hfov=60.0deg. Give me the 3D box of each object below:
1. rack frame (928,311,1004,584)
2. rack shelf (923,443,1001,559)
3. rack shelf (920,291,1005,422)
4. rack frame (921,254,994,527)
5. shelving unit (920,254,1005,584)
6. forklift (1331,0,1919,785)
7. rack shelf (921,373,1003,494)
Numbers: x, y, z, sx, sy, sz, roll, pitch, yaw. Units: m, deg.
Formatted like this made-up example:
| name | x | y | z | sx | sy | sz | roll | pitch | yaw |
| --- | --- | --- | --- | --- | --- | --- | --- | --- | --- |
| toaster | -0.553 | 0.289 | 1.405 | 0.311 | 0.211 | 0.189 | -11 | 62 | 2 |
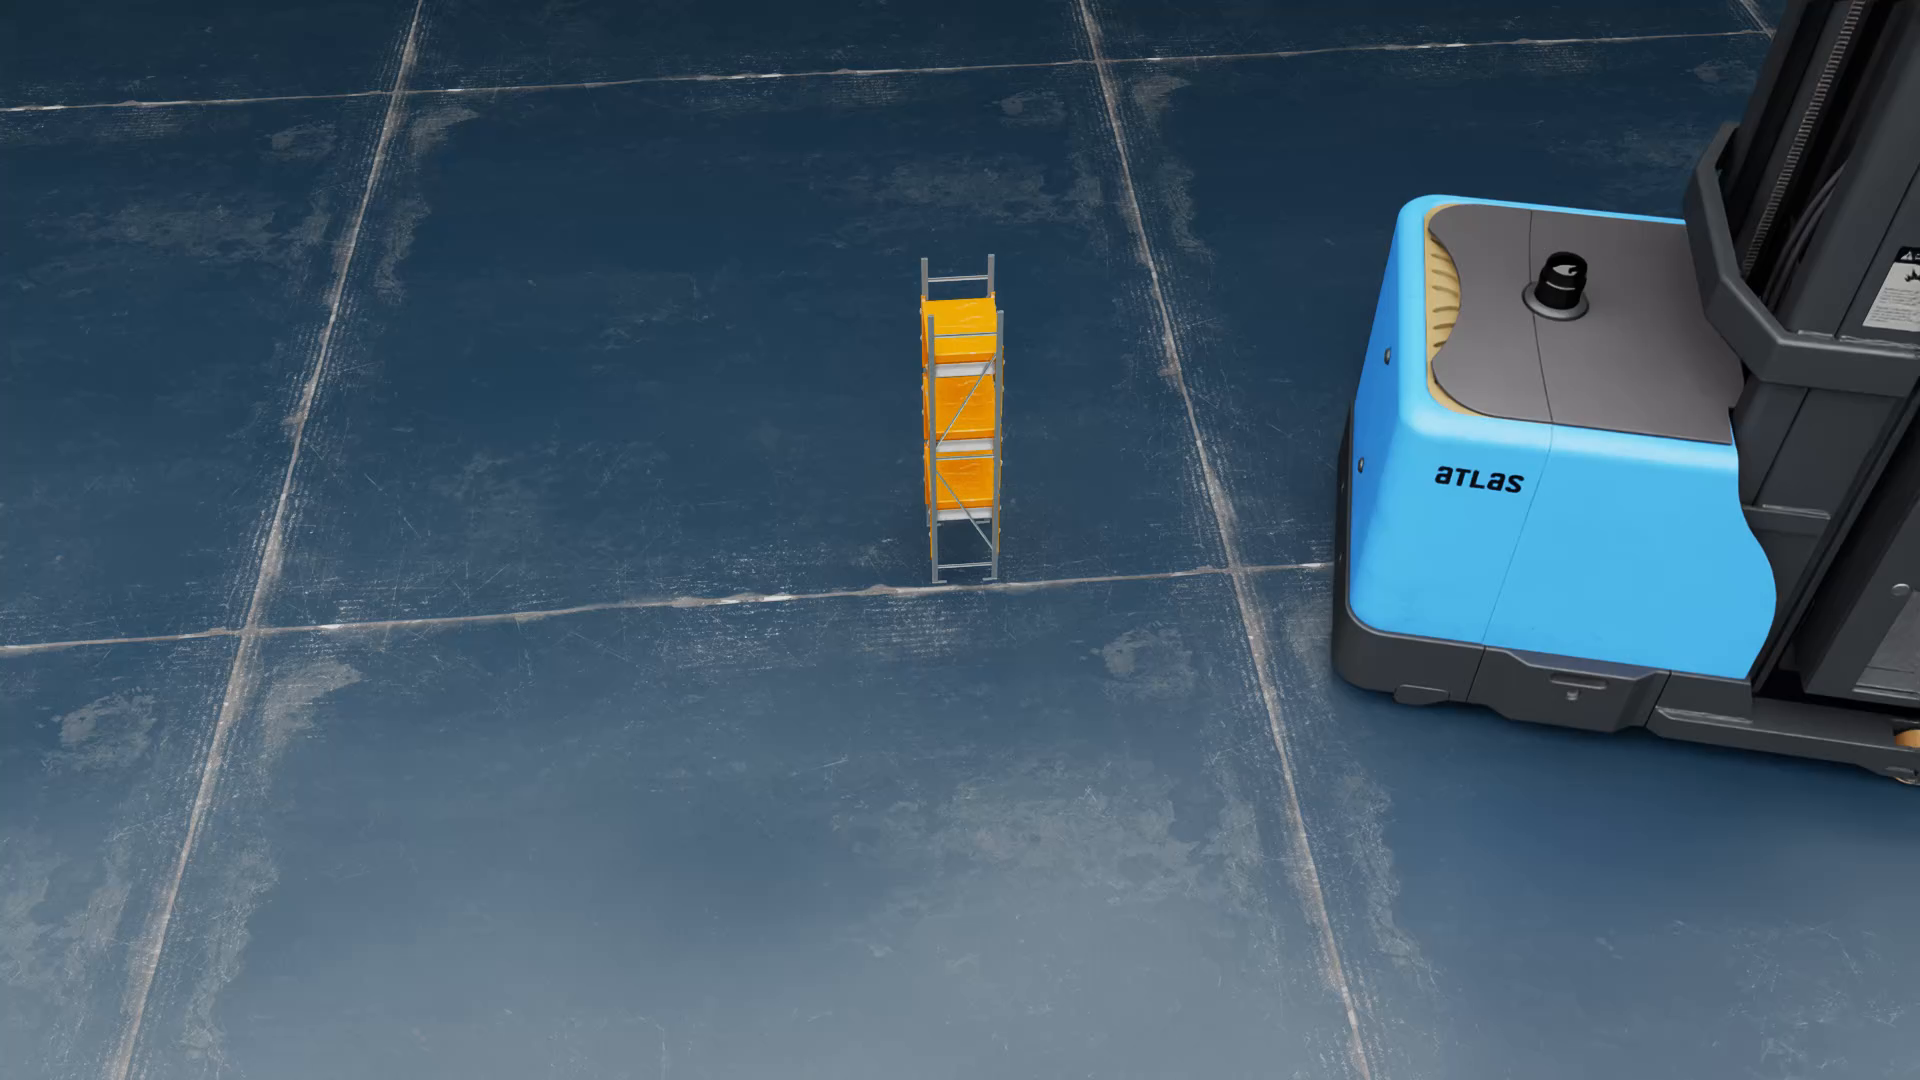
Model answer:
| name | x | y | z | sx | sy | sz | roll | pitch | yaw |
| --- | --- | --- | --- | --- | --- | --- | --- | --- | --- |
| rack frame | 0.015 | -0.234 | 4.749 | 0.200 | 1.050 | 0.008 | -3 | 47 | -3 |
| rack shelf | 0.004 | -0.124 | 5.042 | 0.215 | 0.259 | 0.240 | -3 | 47 | -3 |
| rack shelf | 0.004 | -0.510 | 4.634 | 0.215 | 0.259 | 0.240 | -3 | 47 | -3 |
| rack frame | -0.006 | -0.411 | 4.916 | 0.200 | 1.050 | 0.008 | -3 | 47 | -3 |
| shelving unit | 0.004 | -0.322 | 4.832 | 0.215 | 1.050 | 0.252 | -3 | 47 | -3 |
| forklift | 2.644 | -0.726 | 3.919 | 3.031 | 2.935 | 1.130 | 7 | 47 | 7 |
| rack shelf | 0.004 | -0.315 | 4.840 | 0.215 | 0.259 | 0.240 | -3 | 47 | -3 |
